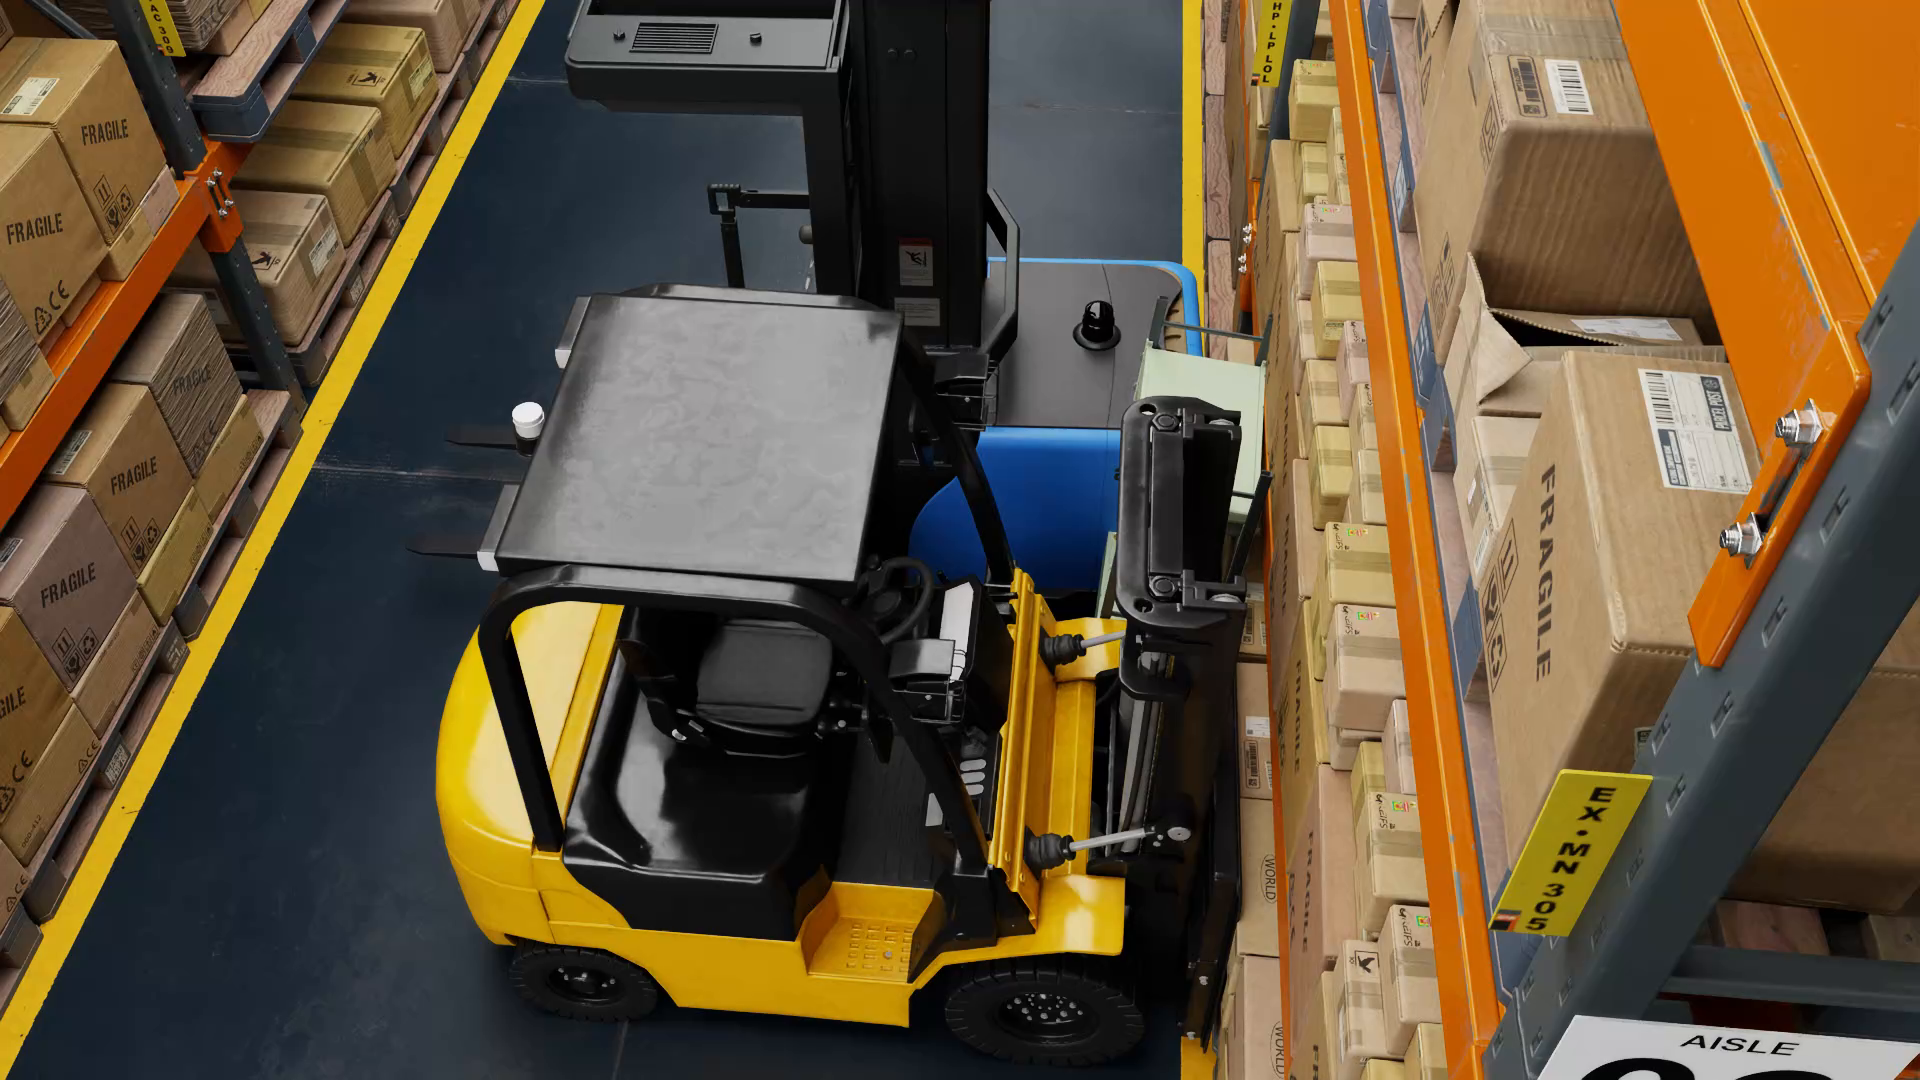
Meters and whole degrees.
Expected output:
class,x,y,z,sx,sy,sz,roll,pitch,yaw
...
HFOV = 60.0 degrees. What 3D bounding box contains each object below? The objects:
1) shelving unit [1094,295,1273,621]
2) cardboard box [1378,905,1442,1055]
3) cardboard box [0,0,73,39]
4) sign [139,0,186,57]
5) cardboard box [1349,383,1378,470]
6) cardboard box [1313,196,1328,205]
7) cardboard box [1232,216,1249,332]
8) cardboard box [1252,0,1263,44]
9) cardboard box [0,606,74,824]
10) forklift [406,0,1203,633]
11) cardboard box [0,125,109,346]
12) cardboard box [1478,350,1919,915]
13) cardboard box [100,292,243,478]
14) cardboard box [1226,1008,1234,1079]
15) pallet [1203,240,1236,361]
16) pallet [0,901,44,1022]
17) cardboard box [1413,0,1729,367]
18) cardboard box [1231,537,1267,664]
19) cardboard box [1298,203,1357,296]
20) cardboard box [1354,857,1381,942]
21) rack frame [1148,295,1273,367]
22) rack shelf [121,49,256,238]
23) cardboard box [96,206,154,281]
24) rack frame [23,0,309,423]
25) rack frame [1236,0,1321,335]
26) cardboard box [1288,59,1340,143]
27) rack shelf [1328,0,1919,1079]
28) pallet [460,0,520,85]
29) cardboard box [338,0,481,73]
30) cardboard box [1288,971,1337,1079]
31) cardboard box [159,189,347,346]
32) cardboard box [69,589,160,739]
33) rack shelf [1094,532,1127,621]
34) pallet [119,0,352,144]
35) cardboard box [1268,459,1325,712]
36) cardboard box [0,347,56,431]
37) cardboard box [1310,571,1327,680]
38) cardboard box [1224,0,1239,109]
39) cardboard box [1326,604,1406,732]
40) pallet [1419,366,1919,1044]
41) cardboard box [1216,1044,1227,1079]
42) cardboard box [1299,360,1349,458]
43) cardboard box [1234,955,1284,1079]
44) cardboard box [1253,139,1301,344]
class,x,y,z,sx,sy,sz,roll,pitch,yaw
shelving unit,0.719,0.008,5.716,0.431,1.500,0.755,10,48,2
cardboard box,1.027,0.870,3.239,0.380,0.149,0.250,4,48,4
cardboard box,-3.553,-2.217,6.217,0.500,0.500,0.500,3,48,3
sign,-2.825,-1.848,5.847,0.100,0.325,0.005,4,48,4
cardboard box,1.209,-0.258,4.270,0.380,0.149,0.250,4,48,4
cardboard box,1.268,-0.908,5.066,0.380,0.149,0.250,4,48,3
cardboard box,1.613,-0.980,6.964,0.875,0.625,0.625,6,48,5
cardboard box,1.407,-2.130,6.454,0.500,0.250,0.500,3,48,3
cardboard box,-3.283,0.542,5.318,0.500,0.500,0.500,5,48,4
forklift,-0.625,-1.007,5.711,3.031,2.935,1.130,2,48,2
cardboard box,-3.199,-0.999,5.387,0.500,0.500,0.500,5,48,5
cardboard box,1.010,0.120,2.180,0.500,0.500,0.500,5,48,5
cardboard box,-3.153,-0.601,6.363,0.500,0.500,0.500,3,48,3
cardboard box,1.002,1.555,4.561,0.500,0.250,0.500,3,48,3
pallet,1.605,-0.859,7.418,1.003,0.211,1.213,4,48,4
pallet,-3.615,1.643,5.130,1.003,0.211,1.213,4,48,4
cardboard box,1.203,-0.625,2.862,0.700,0.500,0.500,4,48,4
cardboard box,1.130,0.269,5.398,0.500,0.250,0.500,5,48,5
cardboard box,1.179,-0.826,4.790,0.380,0.149,0.250,5,48,4
cardboard box,1.043,0.781,3.521,0.380,0.149,0.250,5,48,4
rack frame,0.776,-0.257,5.962,0.400,1.500,0.023,10,48,2
rack shelf,-3.184,-2.814,7.804,1.077,0.370,4.000,4,48,4
cardboard box,-3.108,-1.061,5.884,0.380,0.149,0.250,5,48,4
rack frame,-3.366,-1.587,6.194,1.000,3.000,0.127,4,48,4
rack frame,1.577,-1.256,5.892,1.000,3.000,0.127,4,48,4
cardboard box,1.253,-1.394,5.310,0.380,0.149,0.250,5,48,4
rack shelf,1.395,-0.622,3.634,0.919,0.124,3.809,4,48,4
pallet,-3.074,-3.011,9.387,1.003,0.211,1.213,4,48,4
cardboard box,-3.122,-2.824,8.822,0.950,0.372,0.625,3,48,3
cardboard box,0.996,1.271,3.513,0.500,0.500,0.500,3,48,3
cardboard box,-3.321,-1.227,7.362,0.950,0.372,0.625,4,48,4
cardboard box,-3.242,0.417,5.940,0.500,0.250,0.500,5,48,4
rack shelf,0.691,0.225,5.957,0.431,0.370,0.720,10,48,2
pallet,-3.152,-2.074,6.770,1.003,0.211,1.213,4,48,4
cardboard box,1.134,0.143,4.544,0.500,0.500,0.500,4,48,4
cardboard box,-3.181,-0.498,5.369,0.380,0.149,0.250,3,48,3
cardboard box,1.058,0.213,4.041,0.380,0.149,0.250,4,48,4
cardboard box,1.819,-2.597,8.443,0.875,0.625,0.625,5,48,5
cardboard box,1.034,0.299,3.761,0.380,0.149,0.250,5,48,4
pallet,1.303,0.183,2.603,1.003,0.211,1.213,4,48,4
cardboard box,0.995,1.739,4.732,0.500,0.250,0.500,4,48,4
cardboard box,1.141,-0.353,4.559,0.380,0.149,0.250,2,48,2
cardboard box,0.985,1.398,4.366,0.500,0.250,0.500,5,48,4
cardboard box,1.277,-0.981,5.573,0.500,0.500,0.500,3,48,2
